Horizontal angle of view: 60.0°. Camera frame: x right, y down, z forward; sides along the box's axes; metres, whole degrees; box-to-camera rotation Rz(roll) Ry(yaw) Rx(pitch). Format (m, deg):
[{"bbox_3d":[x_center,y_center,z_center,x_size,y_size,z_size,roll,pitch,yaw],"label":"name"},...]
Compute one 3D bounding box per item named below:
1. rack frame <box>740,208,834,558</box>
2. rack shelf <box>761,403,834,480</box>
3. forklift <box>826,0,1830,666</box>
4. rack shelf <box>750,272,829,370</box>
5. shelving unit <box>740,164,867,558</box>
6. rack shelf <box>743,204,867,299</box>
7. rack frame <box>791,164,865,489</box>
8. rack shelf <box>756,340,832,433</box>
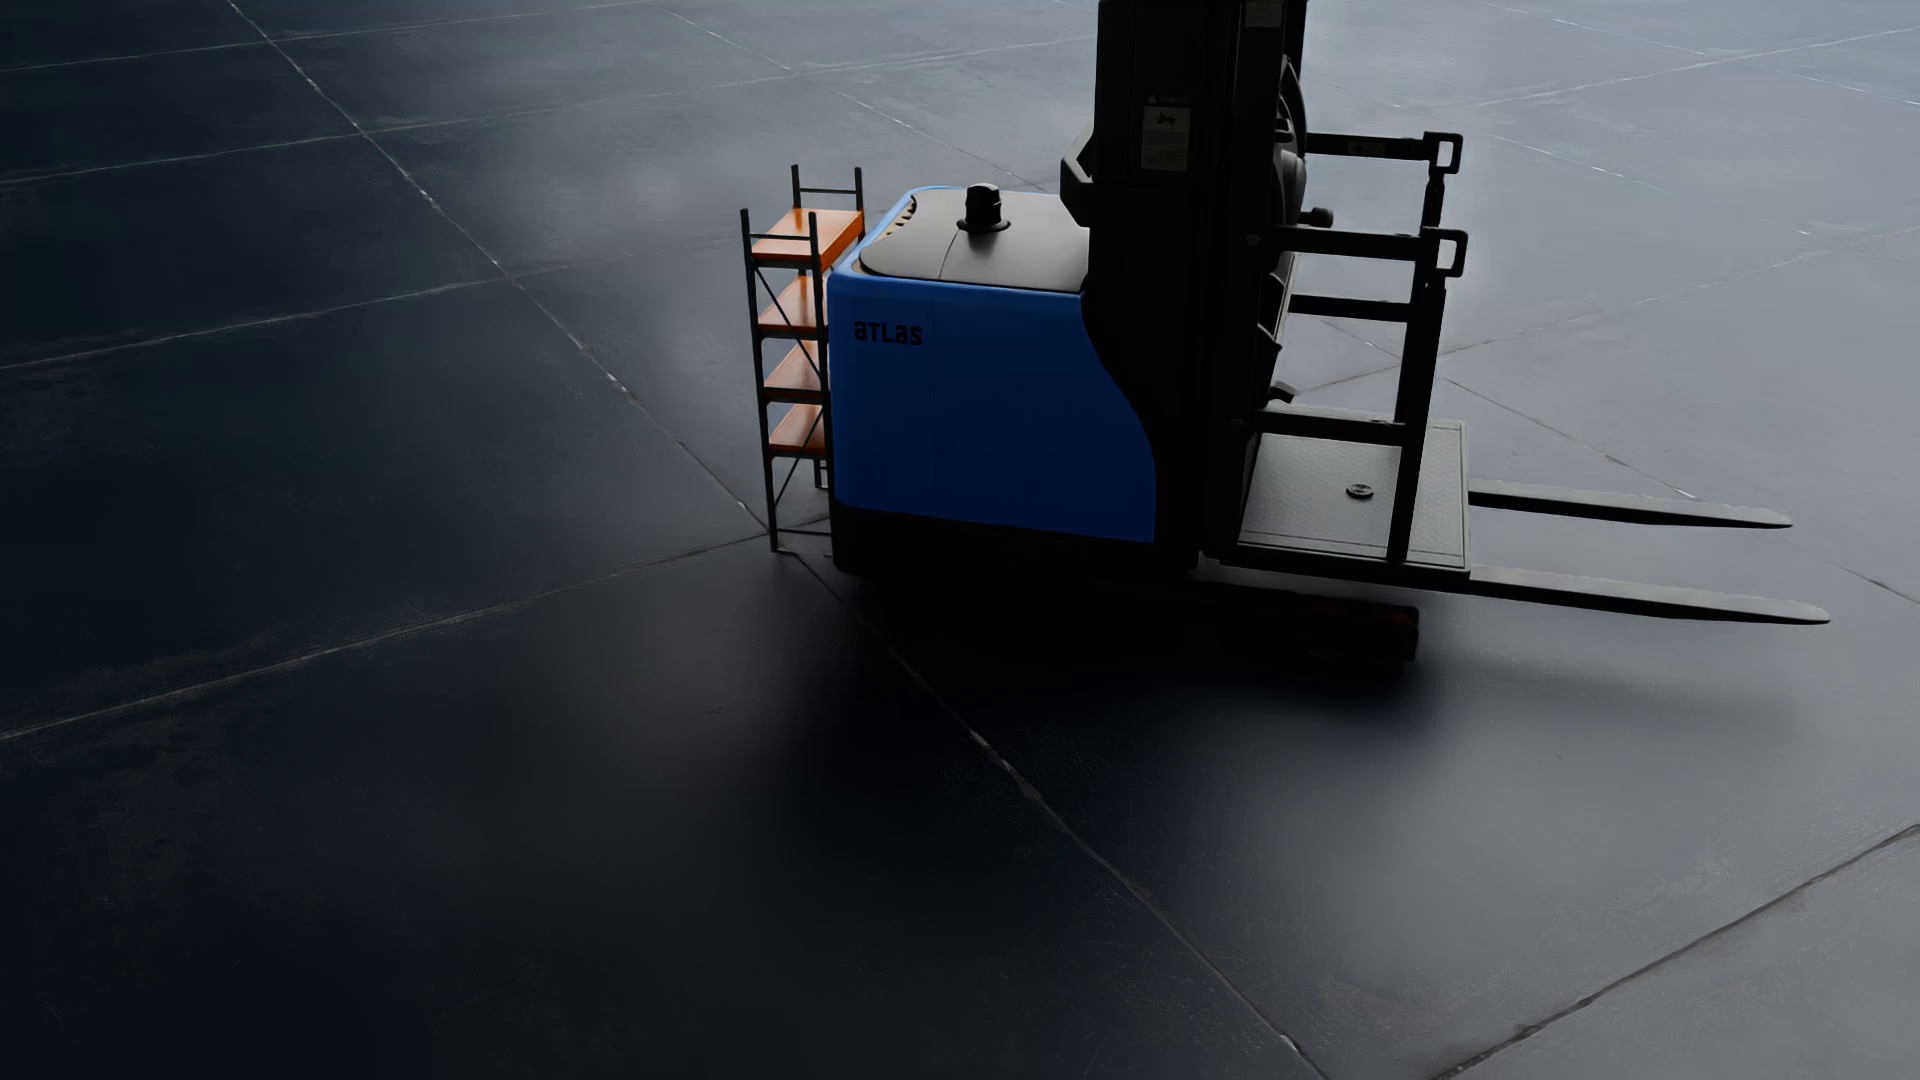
[{"bbox_3d":[-0.541,-0.480,5.370,0.240,1.200,0.015,5,29,13],"label":"rack frame"},{"bbox_3d":[-0.477,-0.361,5.705,0.258,0.148,0.480,5,29,13],"label":"rack shelf"},{"bbox_3d":[1.156,-1.184,4.862,3.031,2.935,1.130,7,30,12],"label":"forklift"},{"bbox_3d":[-0.488,-0.732,5.504,0.258,0.148,0.480,5,29,13],"label":"rack shelf"},{"bbox_3d":[-0.484,-0.595,5.578,0.258,1.200,0.503,5,29,13],"label":"shelving unit"},{"bbox_3d":[-0.494,-0.940,5.391,0.258,0.148,0.480,5,29,13],"label":"rack shelf"},{"bbox_3d":[-0.427,-0.709,5.786,0.240,1.200,0.015,5,29,13],"label":"rack frame"},{"bbox_3d":[-0.482,-0.536,5.610,0.258,0.148,0.480,5,29,13],"label":"rack shelf"}]
